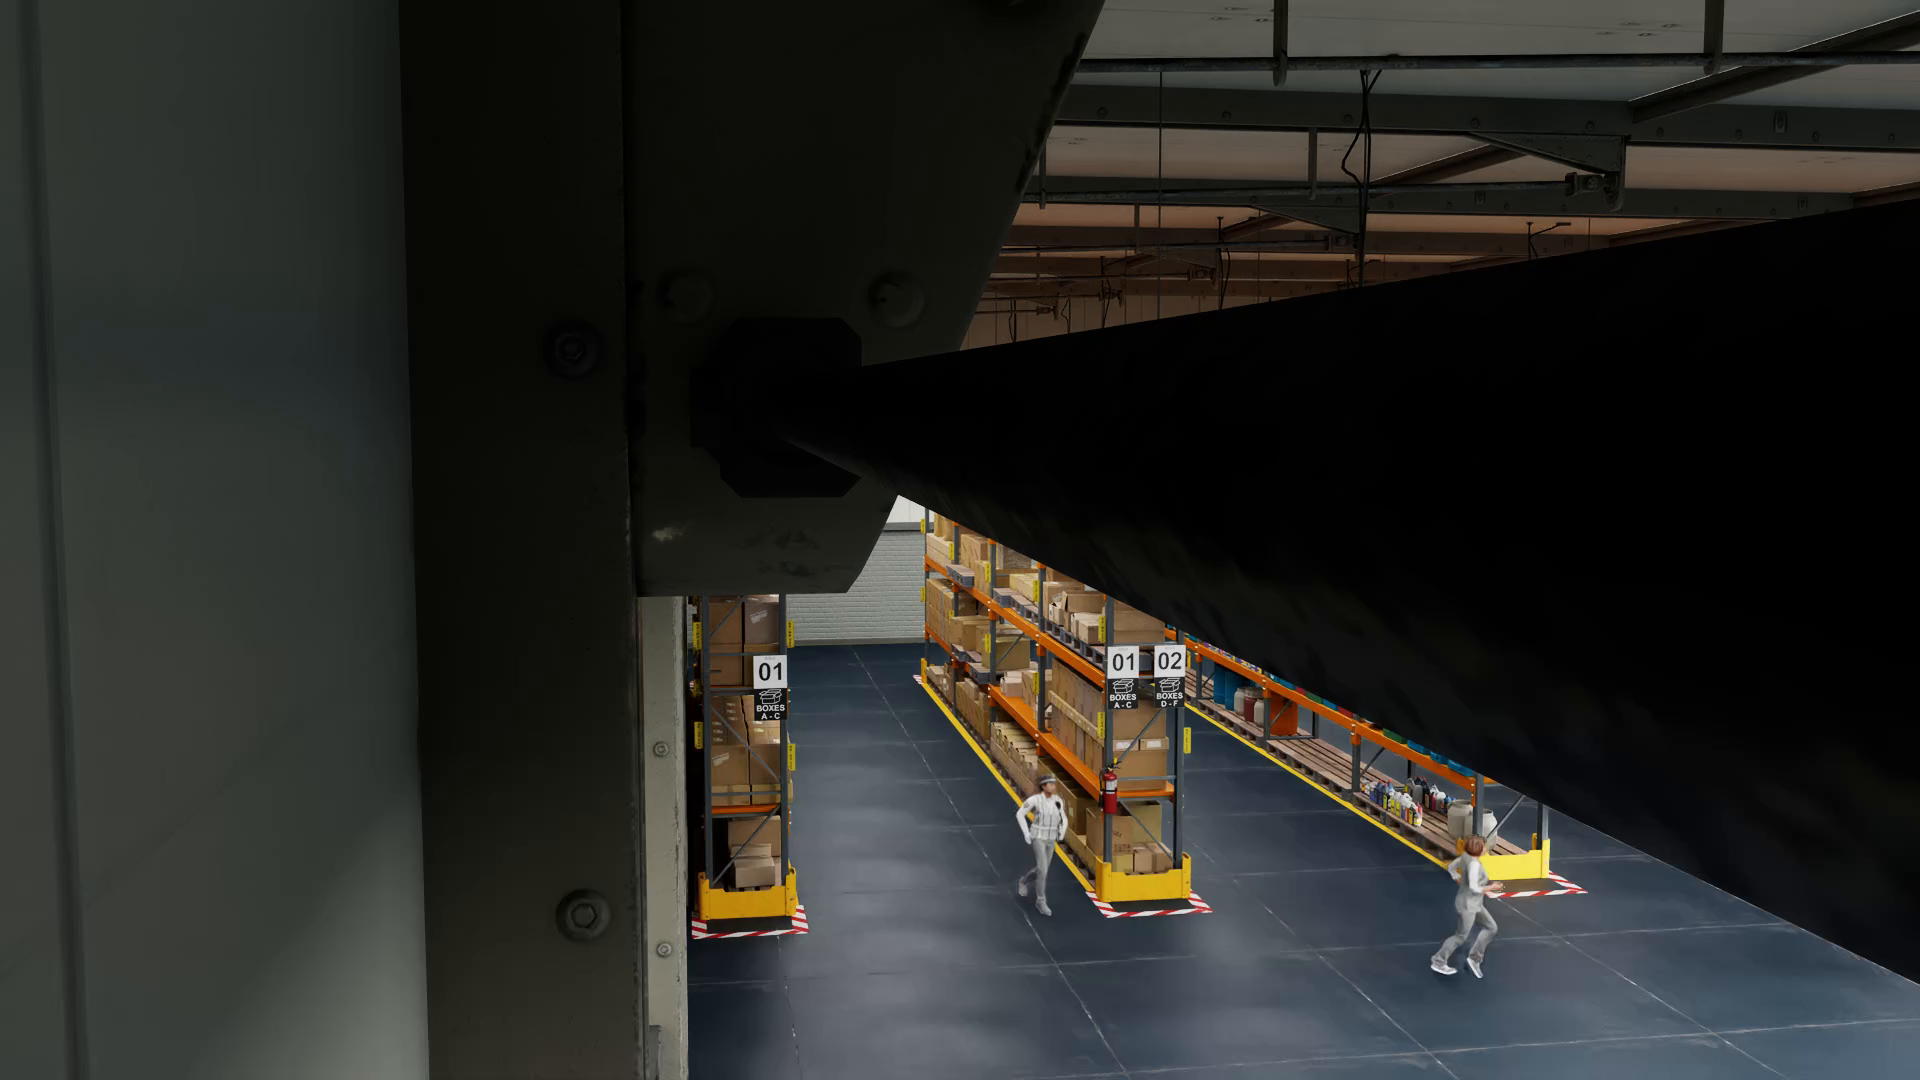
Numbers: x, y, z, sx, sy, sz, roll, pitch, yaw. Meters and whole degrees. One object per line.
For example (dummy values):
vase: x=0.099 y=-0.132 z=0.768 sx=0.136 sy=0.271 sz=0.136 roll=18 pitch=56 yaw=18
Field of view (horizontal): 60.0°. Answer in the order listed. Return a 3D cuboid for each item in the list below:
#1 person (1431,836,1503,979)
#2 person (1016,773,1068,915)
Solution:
person: x=5.457 y=3.967 z=17.901 sx=0.717 sy=1.597 sz=0.521 roll=1 pitch=5 yaw=16
person: x=1.026 y=3.706 z=20.552 sx=0.646 sy=1.687 sz=0.748 roll=-3 pitch=6 yaw=-30
